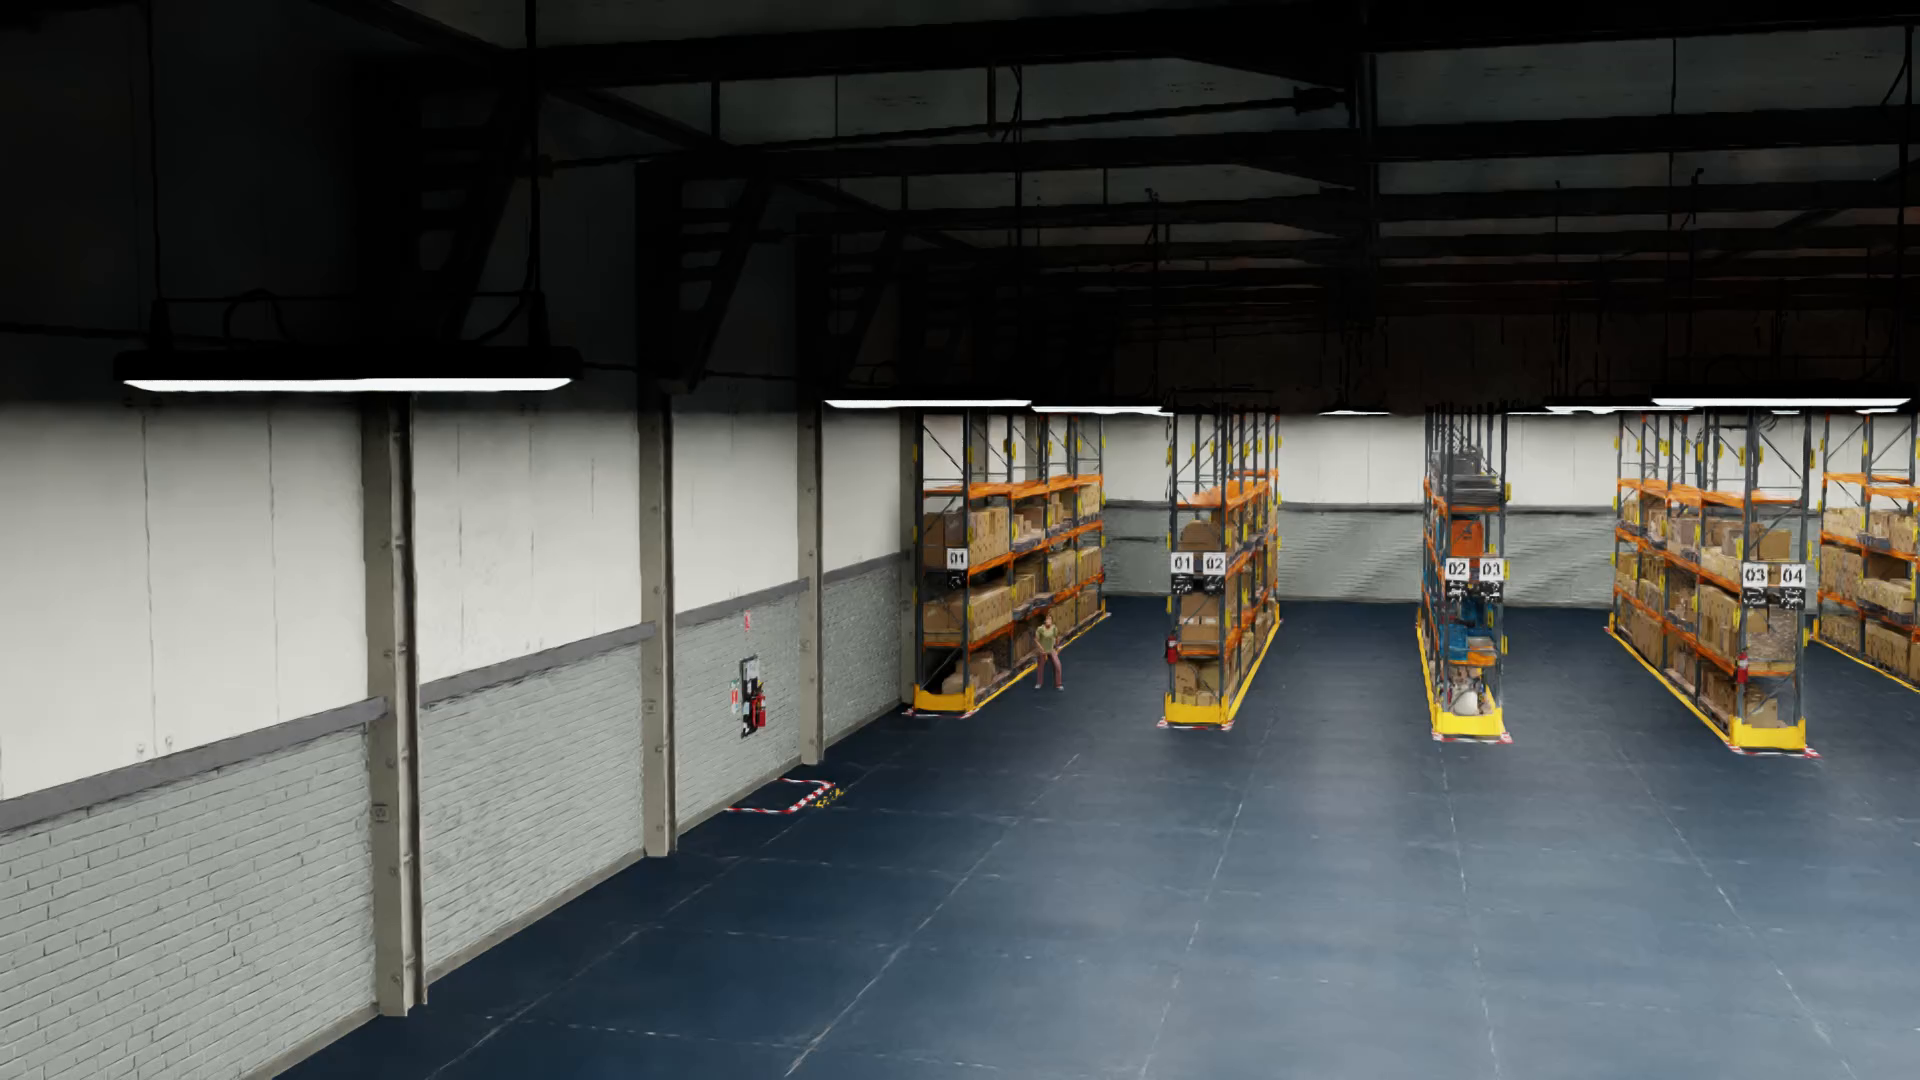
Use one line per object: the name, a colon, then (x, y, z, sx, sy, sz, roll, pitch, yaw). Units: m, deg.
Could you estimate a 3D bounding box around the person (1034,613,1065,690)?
person: (1.846, 2.341, 34.928, 0.612, 1.590, 0.790, 0, 4, -6)
